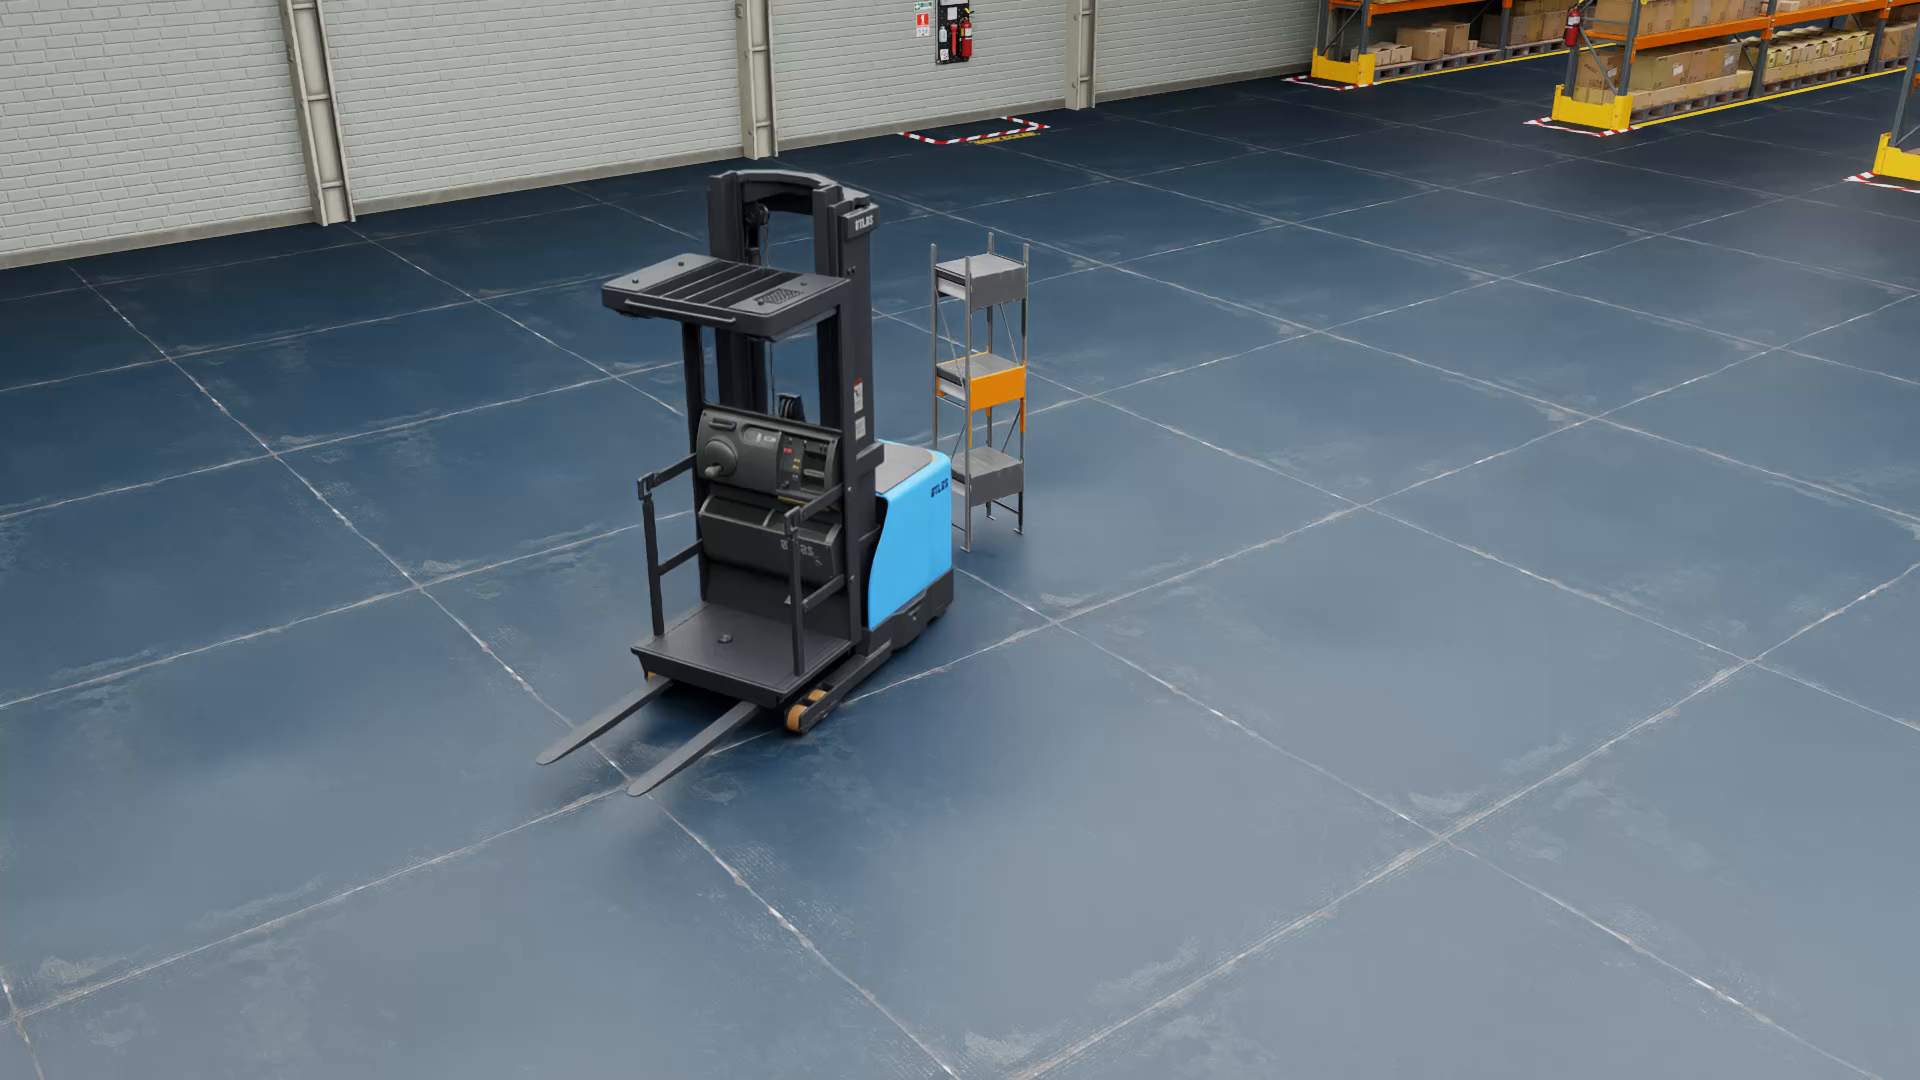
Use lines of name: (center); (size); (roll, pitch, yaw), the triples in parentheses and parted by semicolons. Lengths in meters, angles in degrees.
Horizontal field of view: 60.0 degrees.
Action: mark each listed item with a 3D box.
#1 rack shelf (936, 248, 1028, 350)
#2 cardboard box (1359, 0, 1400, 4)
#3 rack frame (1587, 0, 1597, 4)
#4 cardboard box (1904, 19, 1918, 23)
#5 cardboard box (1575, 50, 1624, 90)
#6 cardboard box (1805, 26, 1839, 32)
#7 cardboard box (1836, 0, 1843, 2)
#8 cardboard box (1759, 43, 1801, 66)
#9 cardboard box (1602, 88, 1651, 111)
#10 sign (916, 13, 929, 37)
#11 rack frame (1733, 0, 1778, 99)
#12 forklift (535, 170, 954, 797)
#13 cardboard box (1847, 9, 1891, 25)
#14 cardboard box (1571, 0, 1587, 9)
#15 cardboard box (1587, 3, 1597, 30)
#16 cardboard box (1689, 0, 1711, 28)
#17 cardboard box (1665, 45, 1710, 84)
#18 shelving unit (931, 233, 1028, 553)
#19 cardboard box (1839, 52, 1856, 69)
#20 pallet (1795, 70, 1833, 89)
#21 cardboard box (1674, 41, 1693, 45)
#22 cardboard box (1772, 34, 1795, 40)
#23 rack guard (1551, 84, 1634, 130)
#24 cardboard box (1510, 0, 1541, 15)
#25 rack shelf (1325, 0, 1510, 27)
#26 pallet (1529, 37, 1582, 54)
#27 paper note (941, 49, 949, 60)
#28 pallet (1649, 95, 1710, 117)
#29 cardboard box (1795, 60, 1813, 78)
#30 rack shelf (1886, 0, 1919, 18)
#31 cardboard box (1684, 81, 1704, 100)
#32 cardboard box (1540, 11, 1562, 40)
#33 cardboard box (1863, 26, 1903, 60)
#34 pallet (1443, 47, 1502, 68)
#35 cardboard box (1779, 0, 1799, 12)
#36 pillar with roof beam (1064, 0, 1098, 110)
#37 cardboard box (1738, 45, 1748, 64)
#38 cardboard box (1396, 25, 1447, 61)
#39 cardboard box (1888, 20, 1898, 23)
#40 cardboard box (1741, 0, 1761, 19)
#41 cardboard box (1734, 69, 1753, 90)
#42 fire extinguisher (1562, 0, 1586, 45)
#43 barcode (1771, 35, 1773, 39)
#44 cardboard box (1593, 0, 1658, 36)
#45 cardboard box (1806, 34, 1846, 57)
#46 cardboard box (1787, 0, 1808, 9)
rack shelf: (0.130, -1.618, 11.112); (0.480, 0.518, 0.431); (-18, 31, -34)
cardboard box: (7.204, -9.369, 28.530); (0.500, 0.250, 0.500); (-19, 31, -35)
rack frame: (12.920, -11.485, 32.934); (0.127, 3.000, 1.000); (-18, 31, -34)
cardboard box: (17.728, -9.338, 30.754); (0.500, 0.500, 0.500); (-19, 31, -36)
cardboard box: (9.923, -7.288, 25.767); (0.500, 0.500, 0.500); (-18, 31, -34)
cardboard box: (15.386, -9.004, 29.689); (0.500, 0.311, 0.500); (-17, 30, -32)
cardboard box: (15.011, -9.381, 28.699); (0.250, 0.149, 0.380); (-16, 29, -30)
cardboard box: (13.708, -8.157, 27.863); (0.500, 0.311, 0.500); (-19, 31, -35)
cardboard box: (10.243, -6.776, 25.554); (0.500, 0.250, 0.500); (-18, 31, -34)
sign: (-0.547, -7.594, 24.507); (0.234, 0.329, 0.001); (-18, 31, -34)
rack frame: (12.832, -8.806, 27.161); (0.127, 3.000, 1.000); (-18, 31, -34)
forklift: (-1.199, -0.452, 9.241); (1.130, 2.935, 3.031); (13, 28, 26)
cardboard box: (16.612, -9.588, 30.401); (0.500, 0.250, 0.500); (-17, 30, -32)
cardboard box: (11.898, -10.559, 32.495); (0.500, 0.250, 0.500); (-18, 30, -33)
cardboard box: (12.385, -10.346, 32.927); (0.500, 0.500, 0.700); (-18, 30, -33)
cardboard box: (11.276, -8.332, 26.022); (0.500, 0.500, 0.700); (-17, 30, -33)
cardboard box: (11.425, -7.505, 26.234); (0.500, 0.500, 0.500); (-18, 31, -34)
shelving unit: (0.130, -0.995, 11.401); (0.503, 2.100, 0.431); (-18, 31, -34)
cardboard box: (15.313, -8.436, 29.131); (0.500, 0.250, 0.500); (-19, 31, -35)
pallet: (14.348, -8.064, 28.875); (1.213, 0.211, 1.003); (-18, 31, -34)
cardboard box: (11.487, -7.813, 26.897); (0.500, 0.500, 0.500); (-18, 31, -34)
cardboard box: (14.171, -8.599, 28.817); (0.500, 0.311, 0.500); (-19, 31, -35)
rack guard: (9.665, -6.627, 25.435); (0.348, 0.500, 1.175); (-18, 31, -34)
cardboard box: (10.686, -10.164, 31.643); (0.500, 0.250, 0.500); (-19, 31, -35)
rack shelf: (8.198, -9.600, 29.727); (4.000, 0.370, 1.077); (-18, 31, -34)
pallet: (11.345, -9.702, 32.405); (1.213, 0.211, 1.003); (-18, 31, -34)
paper note: (-0.230, -7.265, 24.886); (0.142, 0.148, 0.016); (-18, 31, -34)
pallet: (11.219, -7.030, 26.646); (1.213, 0.211, 1.003); (-18, 31, -34)
cardboard box: (14.111, -8.040, 28.277); (0.500, 0.250, 0.500); (-19, 31, -36)
rack shelf: (17.553, -10.038, 30.671); (4.000, 0.370, 1.077); (-18, 31, -34)
cardboard box: (11.425, -7.165, 26.392); (0.500, 0.250, 0.500); (-18, 31, -34)
cardboard box: (11.143, -9.978, 32.134); (0.500, 0.500, 0.700); (-18, 30, -33)
cardboard box: (16.514, -8.934, 29.884); (0.500, 0.500, 0.500); (-17, 30, -32)
pallet: (9.265, -8.995, 30.881); (1.213, 0.211, 1.003); (-18, 31, -34)
cardboard box: (13.655, -8.854, 27.564); (0.250, 0.149, 0.380); (-18, 31, -34)
pillar with roof beam: (4.576, -9.612, 21.771); (0.400, 9.000, 9.100); (-18, 31, -34)
cardboard box: (12.974, -8.204, 27.965); (0.500, 0.311, 0.500); (-18, 31, -34)
cardboard box: (8.281, -8.945, 29.906); (0.500, 0.500, 0.700); (-21, 32, -37)
cardboard box: (16.978, -9.366, 30.814); (0.500, 0.500, 0.500); (-20, 31, -36)
cardboard box: (12.487, -8.734, 26.887); (0.500, 0.500, 0.700); (-19, 31, -35)
cardboard box: (12.602, -7.556, 27.236); (0.500, 0.250, 0.500); (-18, 31, -34)
fire extinguisher: (9.304, -7.855, 25.204); (0.183, 0.674, 0.296); (-18, 31, -34)
barcode: (13.290, -8.235, 27.238); (0.075, 0.075, 0.001); (-18, 31, -34)
cardboard box: (10.059, -7.929, 25.153); (0.500, 0.500, 0.700); (-18, 31, -34)
cardboard box: (14.915, -8.558, 28.727); (0.500, 0.311, 0.500); (-18, 31, -34)
cardboard box: (13.861, -9.182, 27.853); (0.500, 0.500, 0.500); (-16, 29, -30)
